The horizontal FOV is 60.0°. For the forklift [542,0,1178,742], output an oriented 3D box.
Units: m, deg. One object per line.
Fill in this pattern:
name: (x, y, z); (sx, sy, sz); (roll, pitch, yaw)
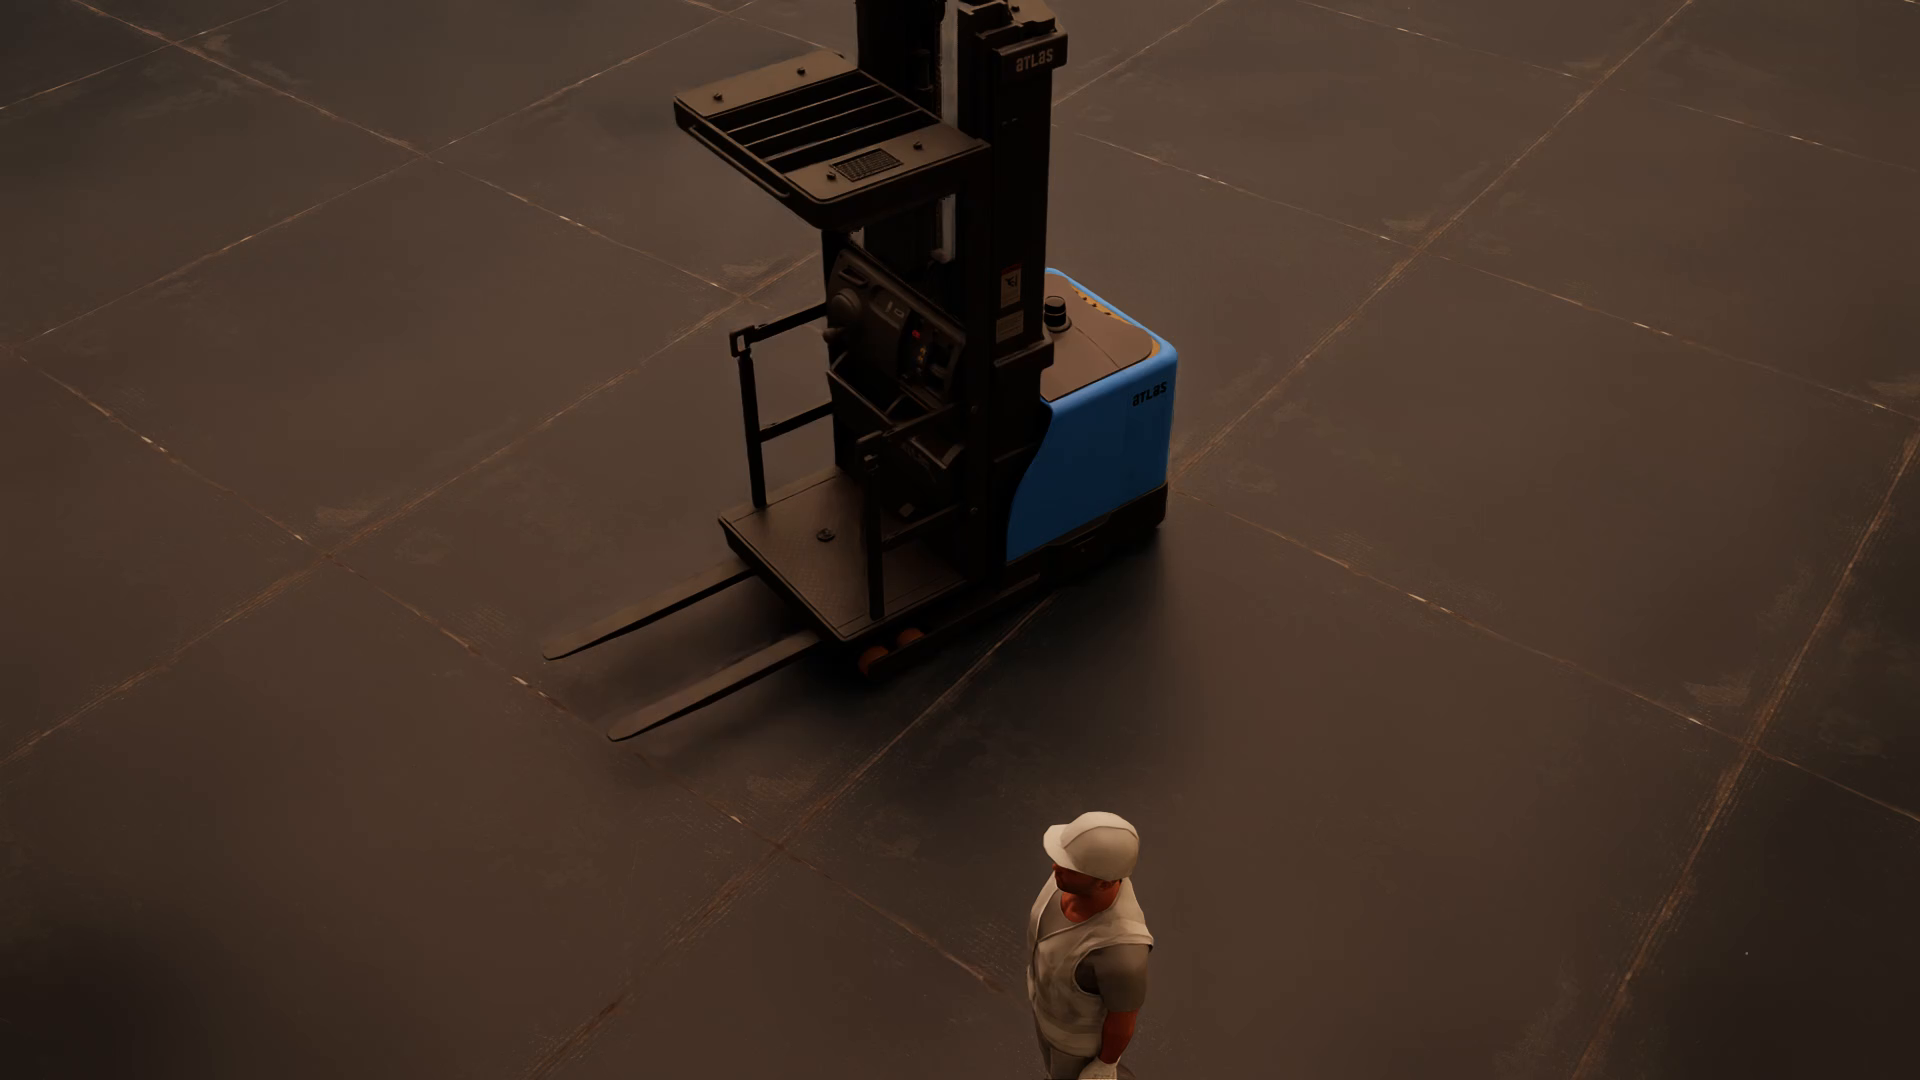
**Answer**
forklift: (-0.453, -0.861, 7.084); (3.031, 2.935, 1.130); (-26, 47, -27)

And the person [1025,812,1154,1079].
person: (0.351, 1.478, 5.221); (0.371, 1.795, 0.534); (-10, 42, -12)
